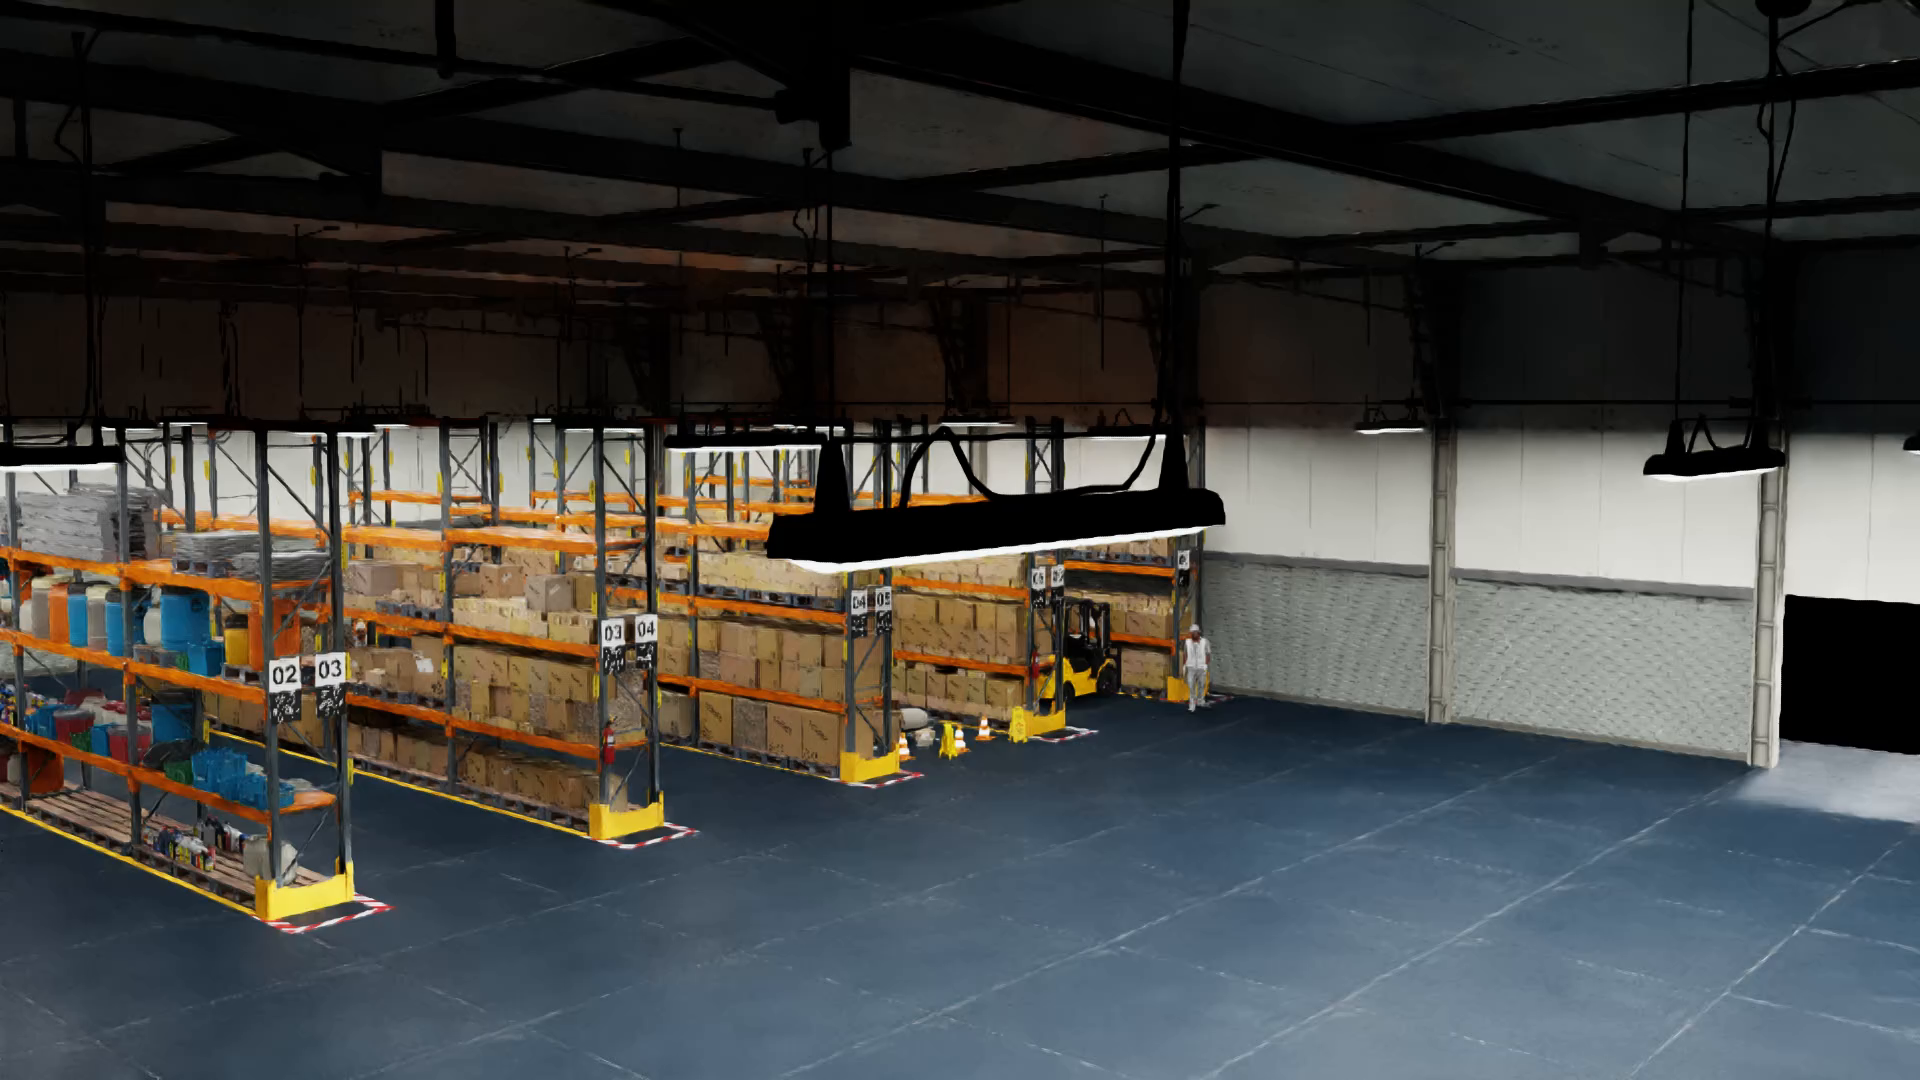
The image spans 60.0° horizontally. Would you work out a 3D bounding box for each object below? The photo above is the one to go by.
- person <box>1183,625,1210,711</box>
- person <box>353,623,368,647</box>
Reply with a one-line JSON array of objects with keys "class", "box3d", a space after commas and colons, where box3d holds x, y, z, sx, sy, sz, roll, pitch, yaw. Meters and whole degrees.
[{"class": "person", "box3d": [4.862, 2.614, 34.169, 0.567, 1.783, 0.714, 1, 5, 11]}, {"class": "person", "box3d": [-12.534, 2.569, 34.792, 1.128, 1.701, 0.550, 4, 6, 39]}]
